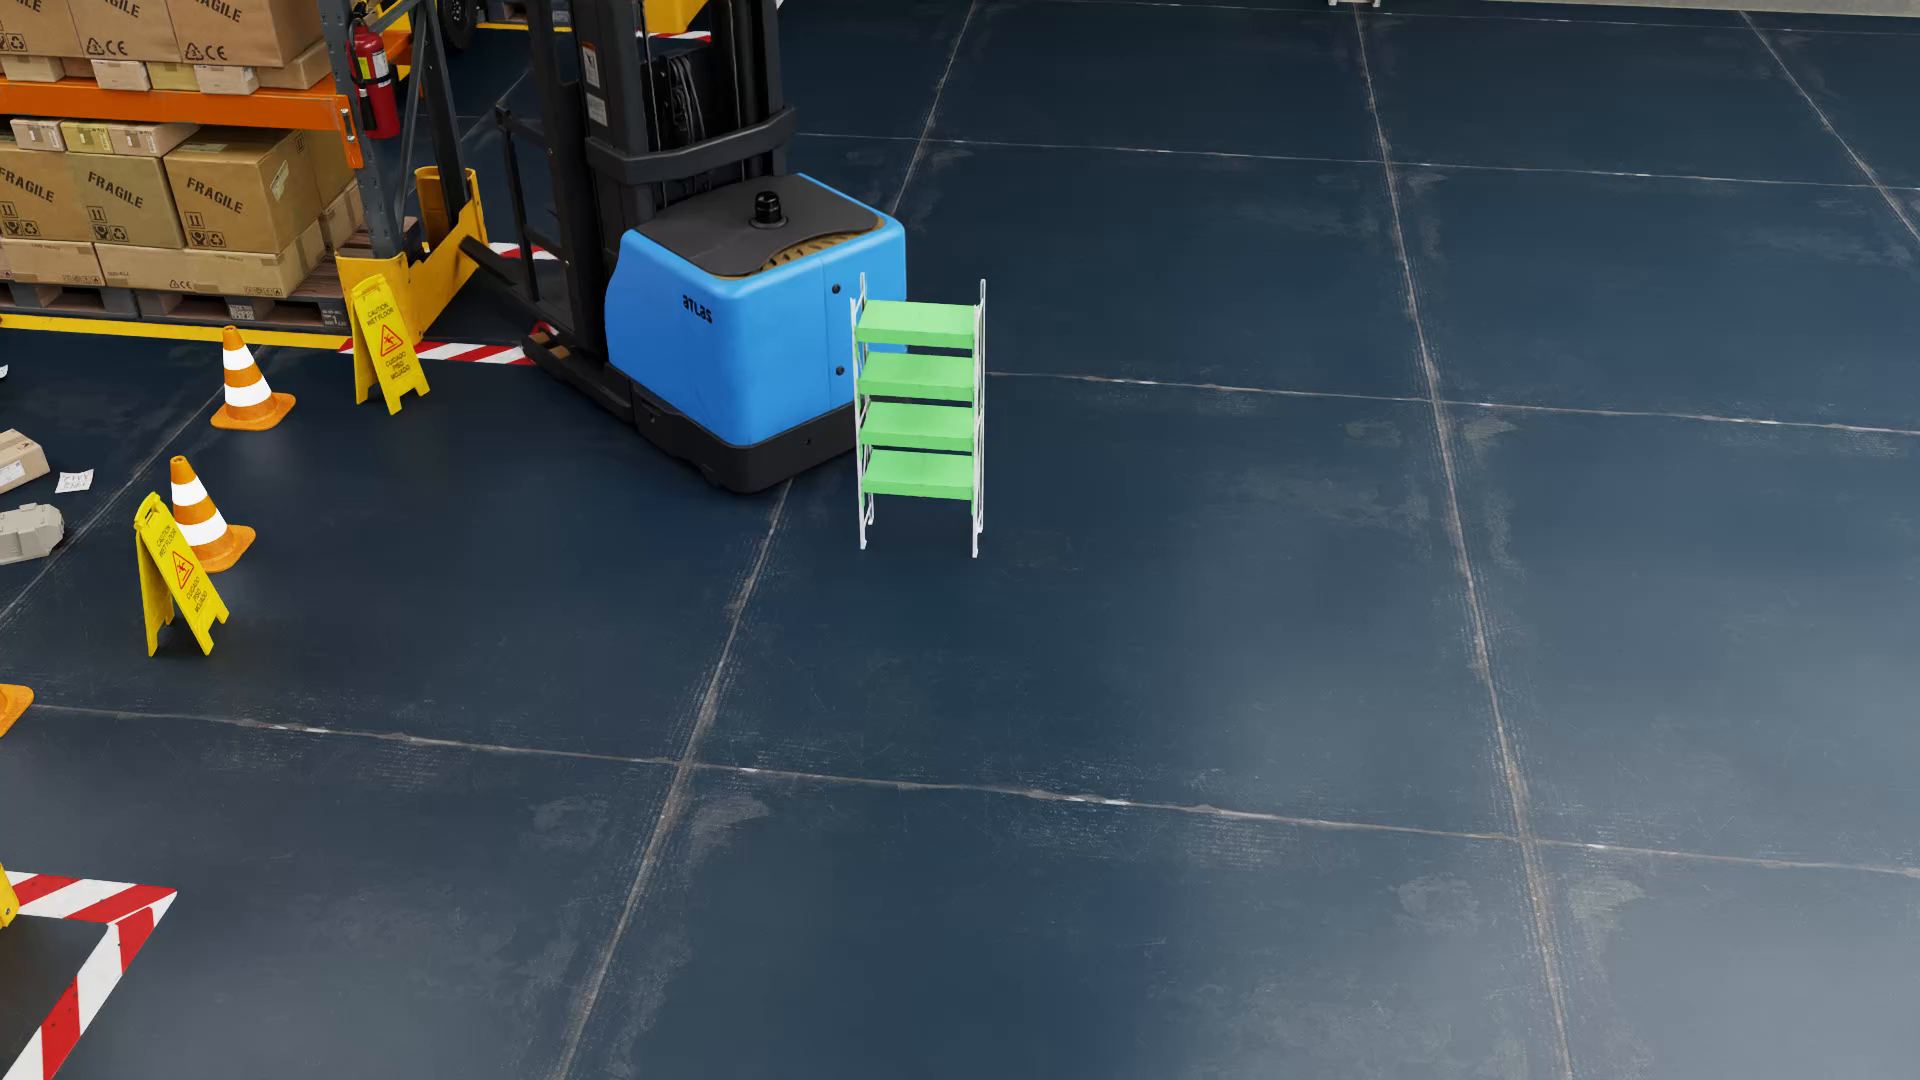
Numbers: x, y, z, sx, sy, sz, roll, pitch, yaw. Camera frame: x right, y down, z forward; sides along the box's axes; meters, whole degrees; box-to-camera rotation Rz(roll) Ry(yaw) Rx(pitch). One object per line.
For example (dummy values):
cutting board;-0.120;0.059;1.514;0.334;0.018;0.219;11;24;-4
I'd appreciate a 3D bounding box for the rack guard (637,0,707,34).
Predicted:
rack guard;-2.207;-4.399;12.983;0.348;0.500;1.175;4;36;6

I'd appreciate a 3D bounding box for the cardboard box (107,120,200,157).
cardboard box;-4.060;-2.076;8.379;0.250;0.149;0.380;5;36;7

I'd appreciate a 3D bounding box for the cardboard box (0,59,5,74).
cardboard box;-4.771;-2.484;8.365;0.250;0.149;0.380;4;36;6

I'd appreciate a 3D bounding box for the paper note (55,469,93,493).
paper note;-4.050;-0.272;7.605;0.142;0.019;0.148;-7;36;-10

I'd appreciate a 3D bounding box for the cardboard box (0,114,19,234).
cardboard box;-5.229;-1.939;8.745;0.500;0.500;0.500;6;36;8

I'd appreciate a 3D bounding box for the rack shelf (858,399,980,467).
rack shelf;-0.164;-0.449;6.956;0.480;0.148;0.258;4;36;6

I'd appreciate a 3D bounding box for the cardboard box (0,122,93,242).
cardboard box;-4.705;-1.902;8.693;0.500;0.500;0.500;3;36;5

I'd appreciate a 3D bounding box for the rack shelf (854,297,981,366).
rack shelf;-0.164;-0.839;6.677;0.480;0.148;0.258;4;36;6

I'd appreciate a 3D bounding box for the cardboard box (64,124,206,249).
cardboard box;-4.205;-1.861;8.635;0.500;0.500;0.500;6;36;8

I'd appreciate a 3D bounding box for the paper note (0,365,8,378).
paper note;-4.899;-0.837;8.396;0.148;0.019;0.142;-7;36;-10

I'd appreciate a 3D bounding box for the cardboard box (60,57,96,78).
cardboard box;-4.270;-2.448;8.314;0.250;0.149;0.380;5;36;7

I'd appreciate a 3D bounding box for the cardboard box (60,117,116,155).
cardboard box;-4.309;-2.097;8.407;0.250;0.149;0.380;5;36;7

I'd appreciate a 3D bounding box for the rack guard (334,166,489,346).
rack guard;-2.935;-1.546;8.986;0.348;0.500;1.175;4;36;6

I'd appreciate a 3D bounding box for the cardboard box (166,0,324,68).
cardboard box;-3.433;-2.601;7.970;0.500;0.500;0.500;4;36;5

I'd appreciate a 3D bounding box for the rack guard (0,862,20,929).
rack guard;-3.366;1.321;4.969;0.348;0.500;1.175;4;36;6

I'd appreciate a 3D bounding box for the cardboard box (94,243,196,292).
cardboard box;-4.208;-1.557;8.855;0.500;0.250;0.500;4;36;6

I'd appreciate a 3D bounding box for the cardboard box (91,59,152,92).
cardboard box;-4.034;-2.348;8.174;0.250;0.149;0.380;5;36;7

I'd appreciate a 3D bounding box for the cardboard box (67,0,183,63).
cardboard box;-3.929;-2.641;8.026;0.500;0.500;0.500;4;36;6

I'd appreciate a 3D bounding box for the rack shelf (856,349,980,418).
rack shelf;-0.164;-0.644;6.816;0.480;0.148;0.258;4;36;6

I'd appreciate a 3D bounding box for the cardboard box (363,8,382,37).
cardboard box;-3.170;-2.600;8.527;0.250;0.149;0.380;4;36;6

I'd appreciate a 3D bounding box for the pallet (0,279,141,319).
pallet;-4.942;-1.601;9.311;1.213;0.211;1.003;4;36;6

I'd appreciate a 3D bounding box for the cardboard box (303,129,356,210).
cardboard box;-3.648;-2.135;9.020;0.500;0.500;0.500;3;36;4

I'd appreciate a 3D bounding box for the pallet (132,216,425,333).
pallet;-3.736;-1.509;9.183;1.213;0.211;1.003;4;36;6

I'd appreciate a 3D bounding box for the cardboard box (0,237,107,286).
cardboard box;-4.728;-1.593;8.905;0.500;0.250;0.500;3;36;4

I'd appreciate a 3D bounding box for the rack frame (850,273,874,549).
rack frame;-0.406;-0.519;6.944;0.015;1.200;0.240;4;36;6

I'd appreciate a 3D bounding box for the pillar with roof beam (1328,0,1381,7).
pillar with roof beam;2.596;-5.506;7.219;0.400;9.000;9.100;4;36;6

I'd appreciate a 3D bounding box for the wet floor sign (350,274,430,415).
wet floor sign;-2.807;-0.969;8.052;0.232;0.644;0.267;17;39;22

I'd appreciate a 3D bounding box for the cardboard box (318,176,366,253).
cardboard box;-3.624;-1.829;9.236;0.500;0.250;0.500;4;36;6

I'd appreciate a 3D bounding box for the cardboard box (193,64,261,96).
cardboard box;-3.523;-2.315;8.128;0.250;0.149;0.380;4;36;5

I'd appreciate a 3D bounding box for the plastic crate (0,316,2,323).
plastic crate;-5.374;-1.077;8.690;0.583;0.080;0.402;-7;36;-10

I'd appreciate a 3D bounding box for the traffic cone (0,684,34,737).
traffic cone;-3.735;0.477;6.184;0.334;0.463;0.336;4;36;6

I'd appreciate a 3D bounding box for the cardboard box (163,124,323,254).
cardboard box;-3.687;-1.824;8.583;0.500;0.500;0.500;4;36;6

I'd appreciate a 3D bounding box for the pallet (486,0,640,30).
pallet;-2.995;-4.316;13.115;1.213;0.211;1.003;4;36;6

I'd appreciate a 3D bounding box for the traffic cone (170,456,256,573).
traffic cone;-3.254;-0.149;7.061;0.334;0.463;0.336;4;36;6

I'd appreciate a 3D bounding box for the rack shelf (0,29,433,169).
rack shelf;-4.843;-2.413;8.668;4.000;0.370;1.077;4;36;6

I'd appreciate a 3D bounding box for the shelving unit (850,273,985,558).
shelving unit;-0.164;-0.501;6.919;0.503;1.200;0.258;4;36;6

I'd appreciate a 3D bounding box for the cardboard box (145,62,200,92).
cardboard box;-3.774;-2.346;8.171;0.250;0.149;0.380;4;36;5

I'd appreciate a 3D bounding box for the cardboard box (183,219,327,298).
cardboard box;-3.719;-1.516;8.798;0.500;0.250;0.500;4;36;6

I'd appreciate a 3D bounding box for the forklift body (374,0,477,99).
forklift body;-4.344;-4.162;11.230;1.214;2.155;2.313;4;36;6

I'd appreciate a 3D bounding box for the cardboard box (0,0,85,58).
cardboard box;-4.424;-2.680;8.081;0.500;0.500;0.500;4;36;6

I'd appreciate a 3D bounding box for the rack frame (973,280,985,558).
rack frame;0.078;-0.483;6.893;0.015;1.200;0.240;4;36;6

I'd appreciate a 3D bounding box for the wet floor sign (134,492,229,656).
wet floor sign;-3.109;0.121;6.525;0.232;0.644;0.267;-2;36;-2

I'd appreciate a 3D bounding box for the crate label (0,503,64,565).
crate label;-4.042;-0.039;7.187;0.298;0.136;0.250;-14;38;-18

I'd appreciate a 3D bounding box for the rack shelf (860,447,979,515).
rack shelf;-0.164;-0.253;7.095;0.480;0.148;0.258;4;36;6

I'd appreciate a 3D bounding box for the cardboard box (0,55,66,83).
cardboard box;-4.535;-2.414;8.267;0.250;0.149;0.380;4;36;5

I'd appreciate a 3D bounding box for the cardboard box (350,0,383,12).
cardboard box;-3.294;-2.915;8.409;0.500;0.500;0.500;4;36;5

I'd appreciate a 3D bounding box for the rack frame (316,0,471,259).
rack frame;-2.859;-2.558;8.252;0.127;3.000;1.000;4;36;6

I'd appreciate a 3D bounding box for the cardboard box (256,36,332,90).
cardboard box;-3.257;-2.360;8.191;0.250;0.149;0.380;5;36;8

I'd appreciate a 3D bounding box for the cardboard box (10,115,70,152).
cardboard box;-4.570;-2.117;8.436;0.250;0.149;0.380;6;36;8

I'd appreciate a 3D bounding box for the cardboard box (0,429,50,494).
cardboard box;-4.416;-0.331;7.585;0.250;0.149;0.380;24;42;30

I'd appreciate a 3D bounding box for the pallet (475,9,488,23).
pallet;-4.201;-4.407;13.244;1.213;0.211;1.003;4;36;6

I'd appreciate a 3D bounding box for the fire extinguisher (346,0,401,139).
fire extinguisher;-2.804;-2.252;7.890;0.183;0.674;0.296;4;36;6

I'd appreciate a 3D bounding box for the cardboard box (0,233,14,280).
cardboard box;-5.218;-1.636;8.965;0.500;0.250;0.500;4;36;5

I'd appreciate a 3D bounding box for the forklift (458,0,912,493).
forklift;-1.584;-2.176;7.776;1.130;2.935;3.031;-27;44;-33

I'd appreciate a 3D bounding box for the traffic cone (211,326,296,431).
traffic cone;-3.450;-0.814;7.992;0.334;0.463;0.336;4;36;6
